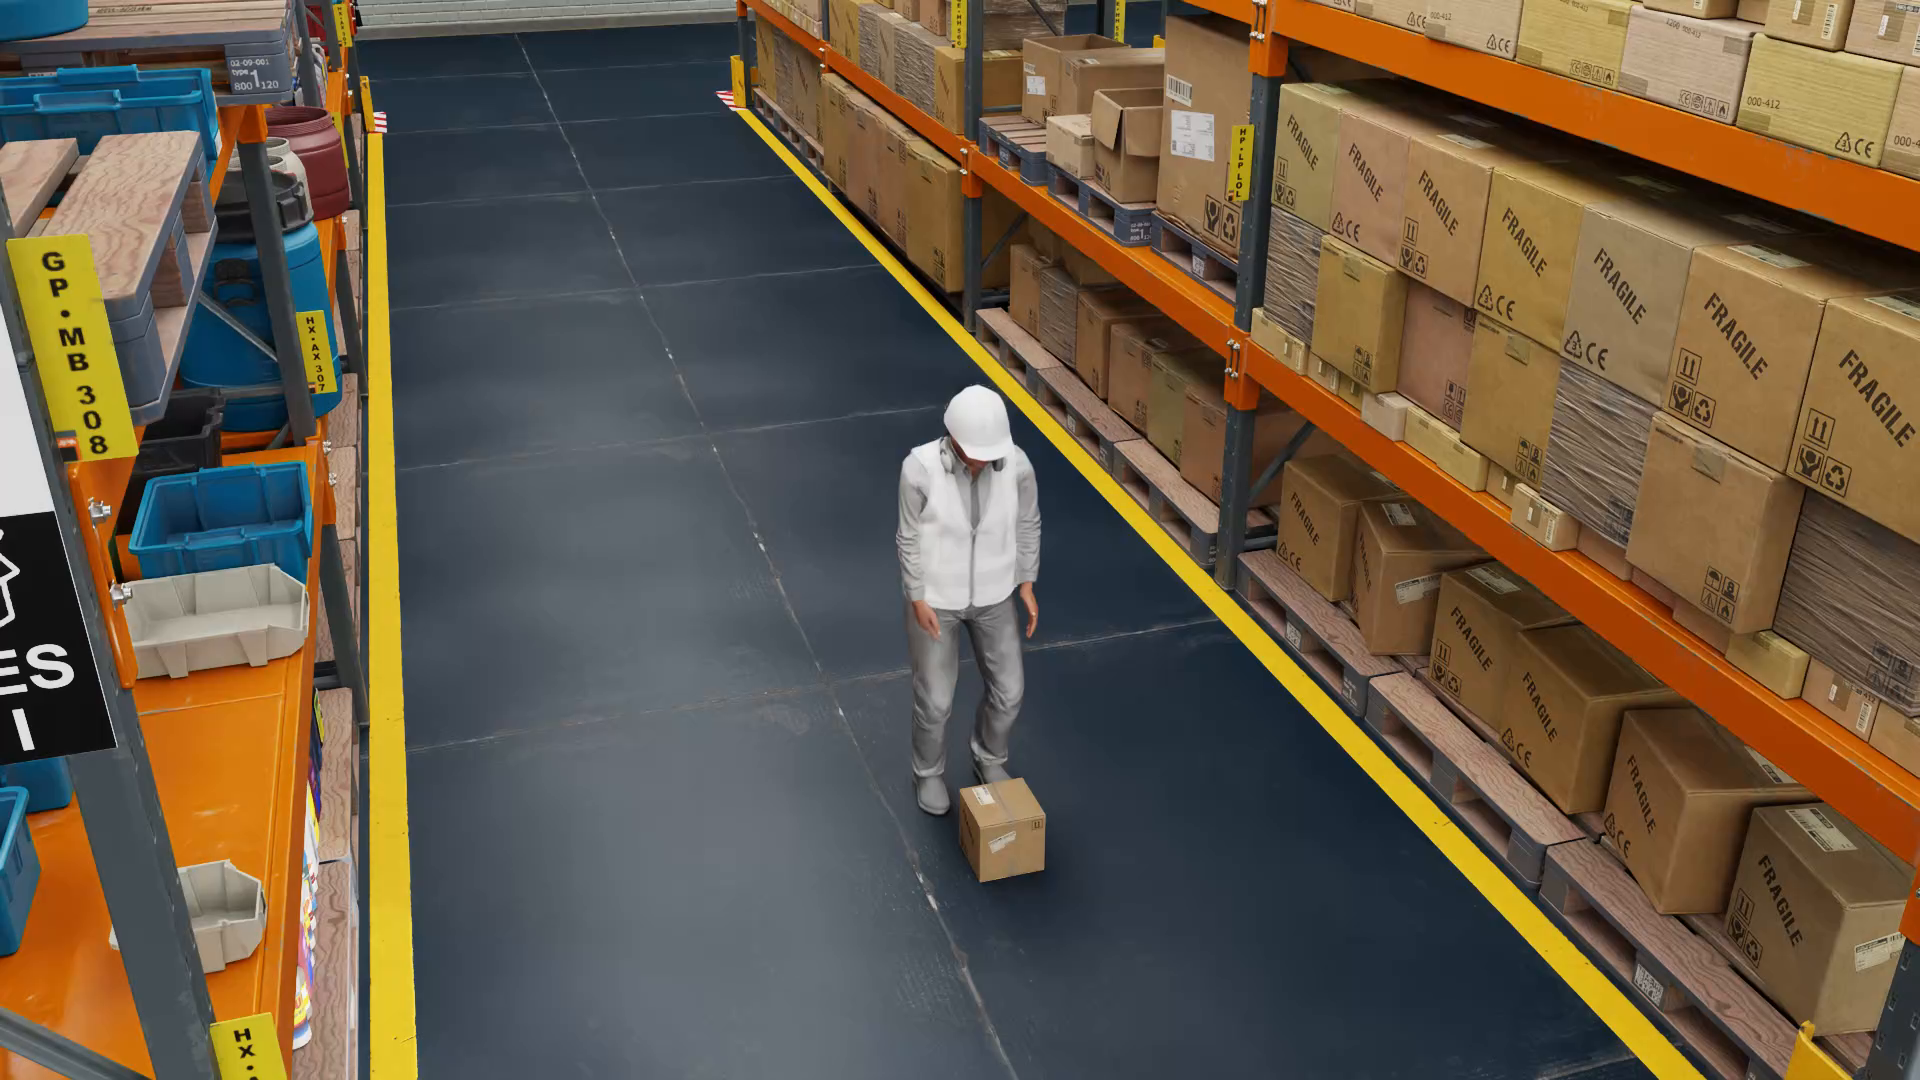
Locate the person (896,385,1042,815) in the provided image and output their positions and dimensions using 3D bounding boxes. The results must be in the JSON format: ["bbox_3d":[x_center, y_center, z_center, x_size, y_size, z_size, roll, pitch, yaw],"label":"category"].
[{"bbox_3d":[0.038,0.208,6.223,0.556,1.729,0.457,-7,27,-15],"label":"person"}]
